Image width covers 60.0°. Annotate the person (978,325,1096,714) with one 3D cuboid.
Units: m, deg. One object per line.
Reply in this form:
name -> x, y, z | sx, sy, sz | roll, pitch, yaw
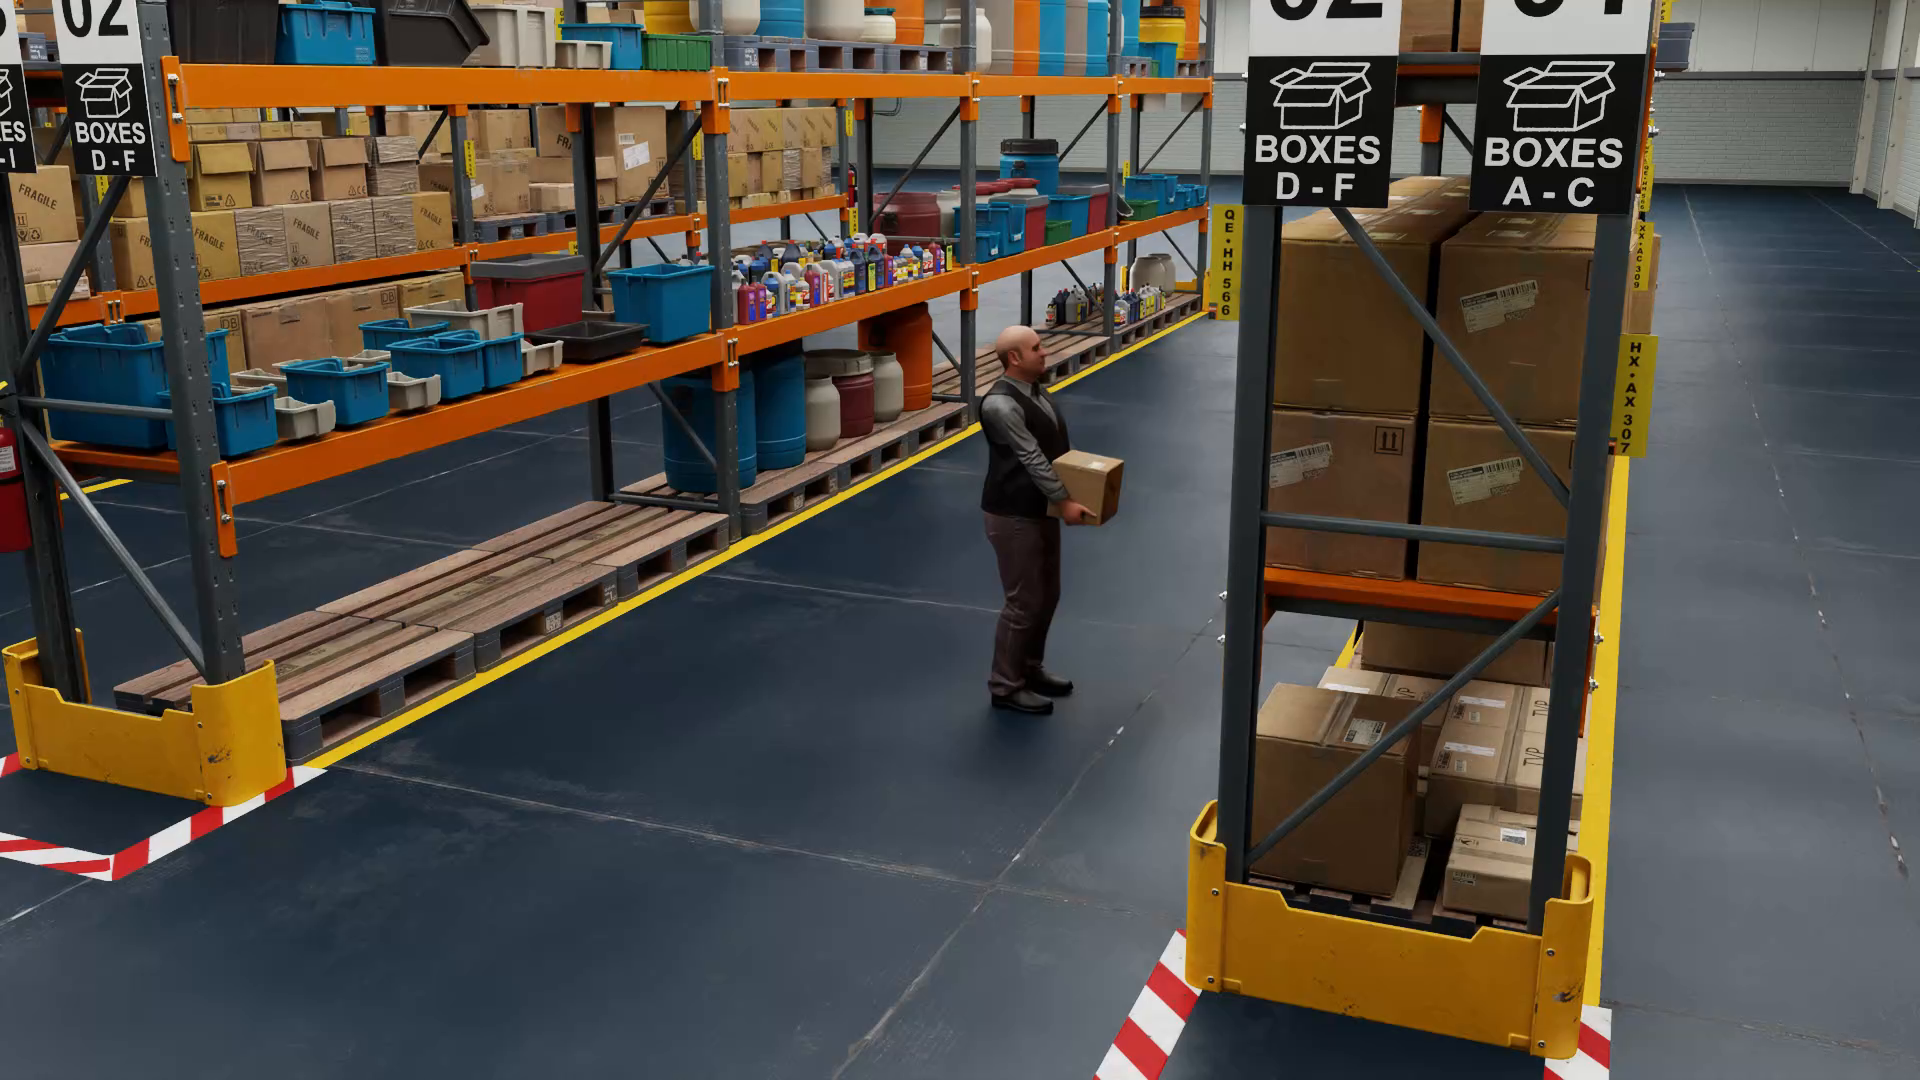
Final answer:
person -> 0.390, -0.096, 7.435 | 0.557, 1.712, 0.494 | 6, 17, 22
